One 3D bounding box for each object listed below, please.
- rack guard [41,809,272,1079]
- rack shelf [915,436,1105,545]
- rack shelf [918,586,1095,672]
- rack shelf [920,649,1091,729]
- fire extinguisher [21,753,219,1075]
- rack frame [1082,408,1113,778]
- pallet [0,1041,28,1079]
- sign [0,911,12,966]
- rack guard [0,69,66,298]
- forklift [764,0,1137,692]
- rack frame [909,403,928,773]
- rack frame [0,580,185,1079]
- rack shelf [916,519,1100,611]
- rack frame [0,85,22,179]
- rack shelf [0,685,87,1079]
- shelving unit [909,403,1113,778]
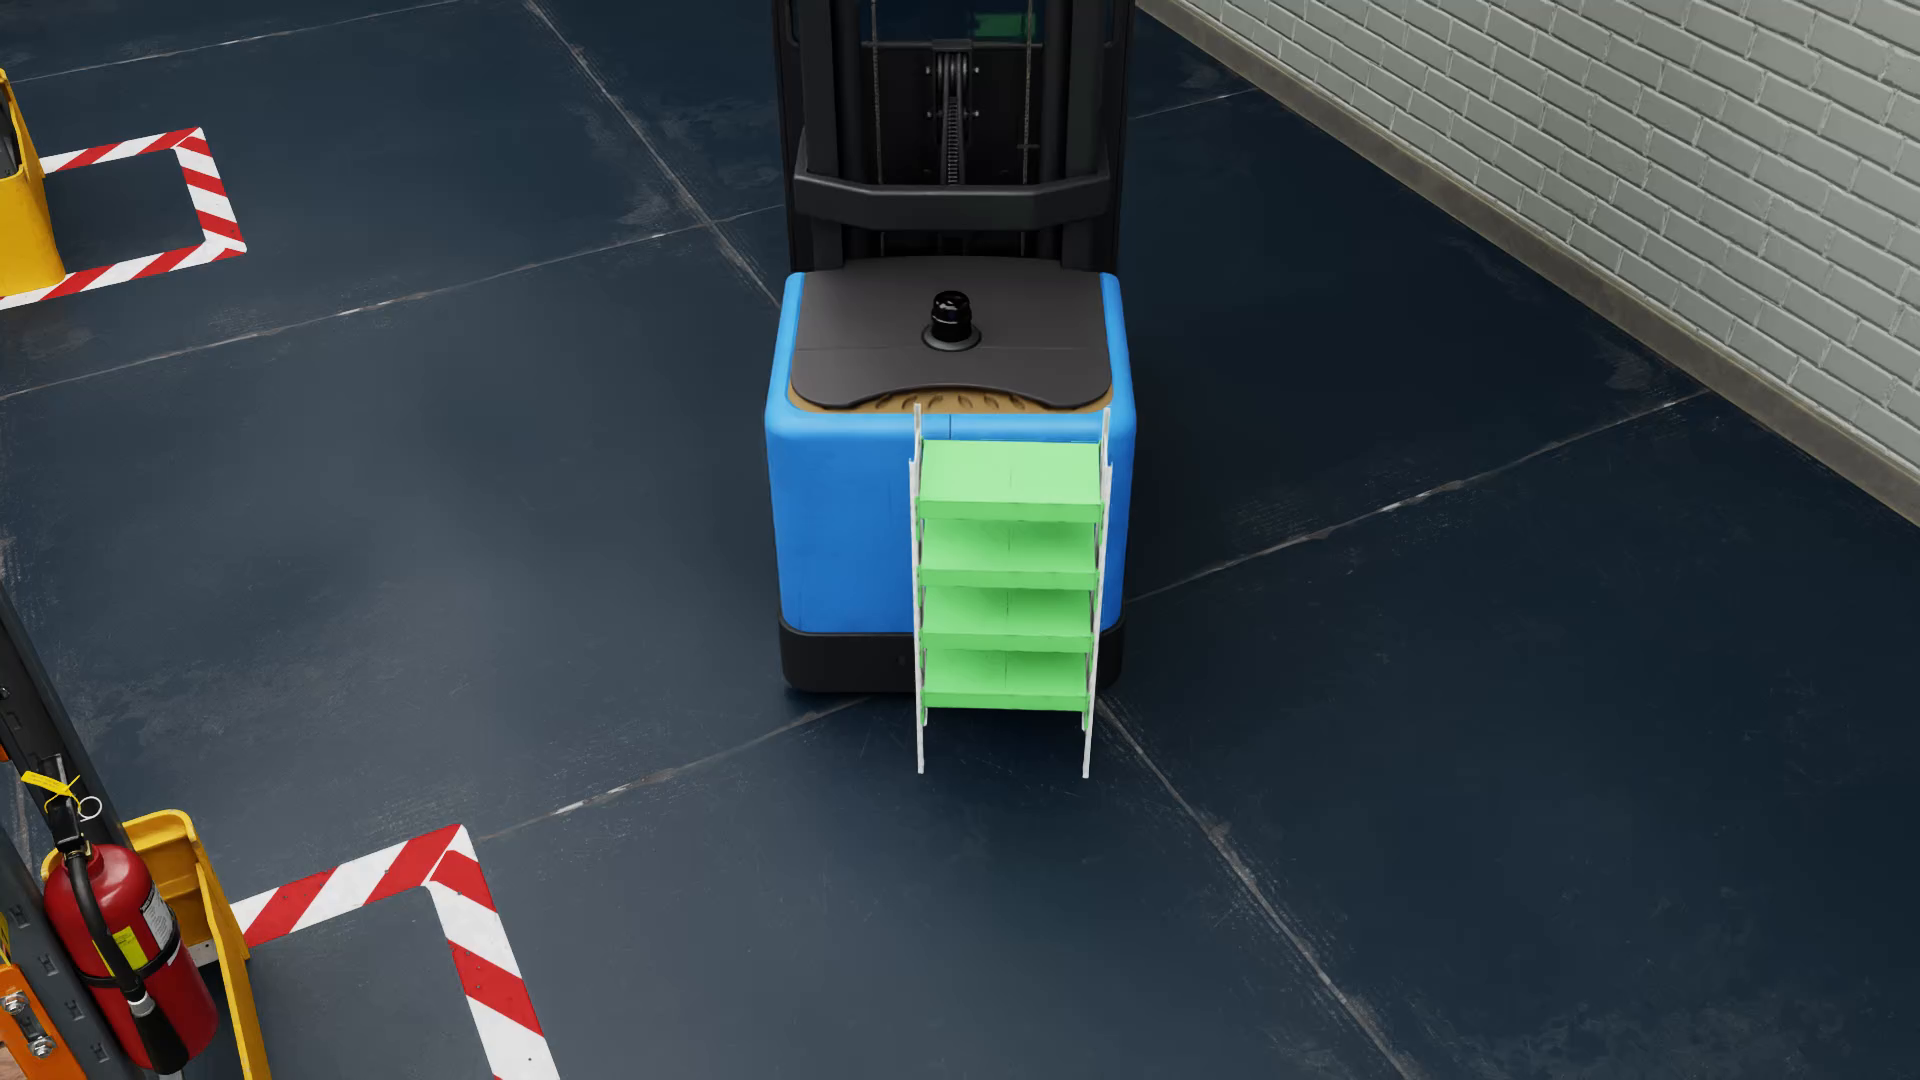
[{"bbox_3d":[-1.834,1.239,3.899,0.348,0.500,1.175,-19,44,-21],"label":"rack guard"},{"bbox_3d":[0.130,-0.130,4.323,0.480,0.148,0.258,1,43,2],"label":"rack shelf"},{"bbox_3d":[0.131,0.223,4.648,0.480,0.148,0.258,1,43,2],"label":"rack shelf"},{"bbox_3d":[0.132,0.399,4.811,0.480,0.148,0.258,1,43,2],"label":"rack shelf"},{"bbox_3d":[-1.505,0.687,2.966,0.183,0.674,0.296,-19,44,-21],"label":"fire extinguisher"},{"bbox_3d":[0.375,0.182,4.598,0.015,1.200,0.240,1,43,2],"label":"rack frame"},{"bbox_3d":[-2.598,1.588,3.711,1.213,0.211,1.003,-19,44,-21],"label":"pallet"},{"bbox_3d":[-1.580,0.547,2.655,0.005,0.325,0.100,-19,44,-21],"label":"sign"},{"bbox_3d":[-4.201,-1.563,7.210,0.348,0.500,1.175,-19,44,-21],"label":"rack guard"},{"bbox_3d":[-0.021,-1.575,5.343,1.130,2.935,3.031,0,40,0],"label":"forklift"},{"bbox_3d":[-0.113,0.170,4.612,0.015,1.200,0.240,1,43,2],"label":"rack frame"},{"bbox_3d":[-1.849,0.299,3.075,0.127,3.000,1.000,-19,44,-21],"label":"rack frame"},{"bbox_3d":[0.131,0.046,4.486,0.480,0.148,0.258,1,43,2],"label":"rack shelf"},{"bbox_3d":[-4.134,-2.540,6.429,0.127,3.000,1.000,-19,44,-21],"label":"rack frame"},{"bbox_3d":[-3.623,1.171,2.602,4.000,0.370,1.077,-19,44,-21],"label":"rack shelf"},{"bbox_3d":[0.131,0.176,4.605,0.503,1.200,0.258,1,43,2],"label":"shelving unit"}]
